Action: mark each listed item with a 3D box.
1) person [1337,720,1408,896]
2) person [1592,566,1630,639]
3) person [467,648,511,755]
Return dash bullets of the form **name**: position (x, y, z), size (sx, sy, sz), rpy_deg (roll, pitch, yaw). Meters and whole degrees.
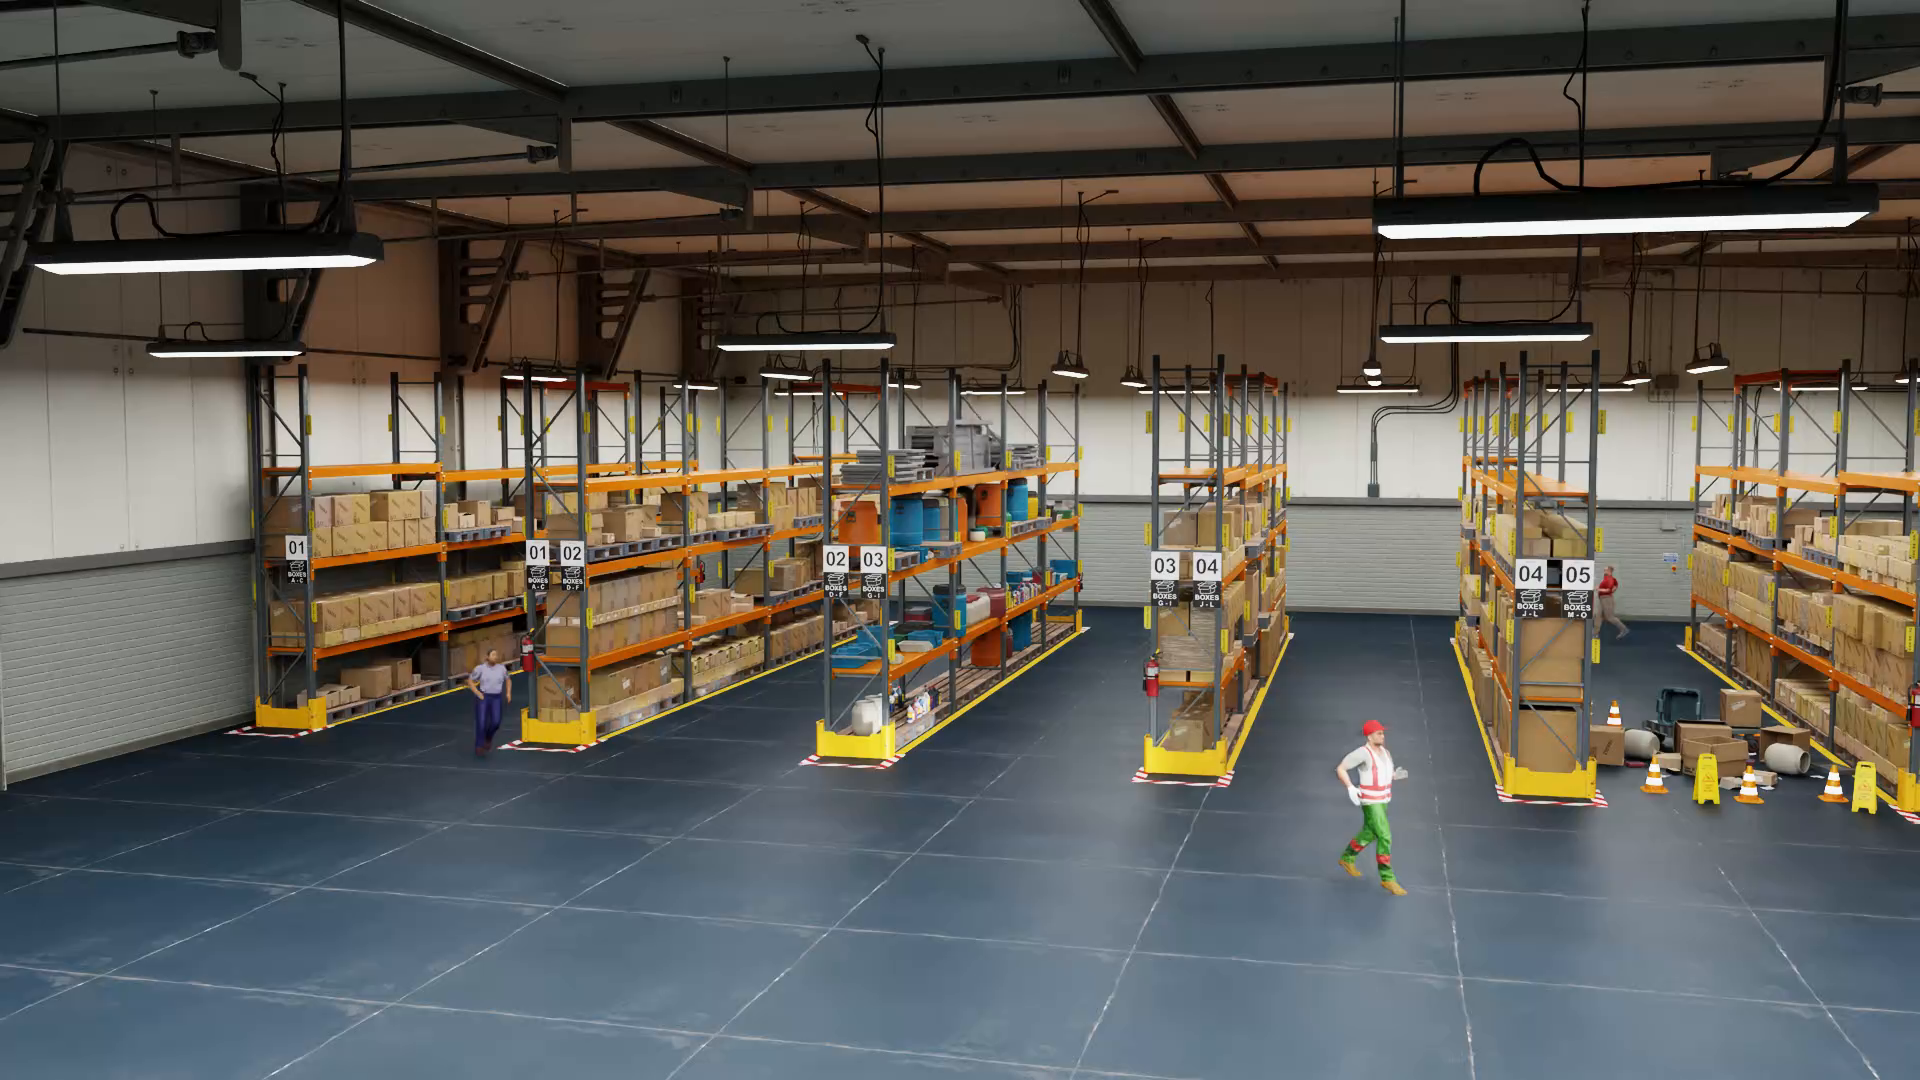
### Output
- **person**: position (4.459, 2.848, 17.952), size (0.909, 1.817, 0.650), rpy_deg (4, 5, 43)
- **person**: position (15.038, 1.455, 38.641), size (0.987, 1.719, 0.660), rpy_deg (1, 4, 13)
- **person**: position (-7.144, 2.461, 25.358), size (0.678, 1.602, 0.489), rpy_deg (-2, 5, -29)
